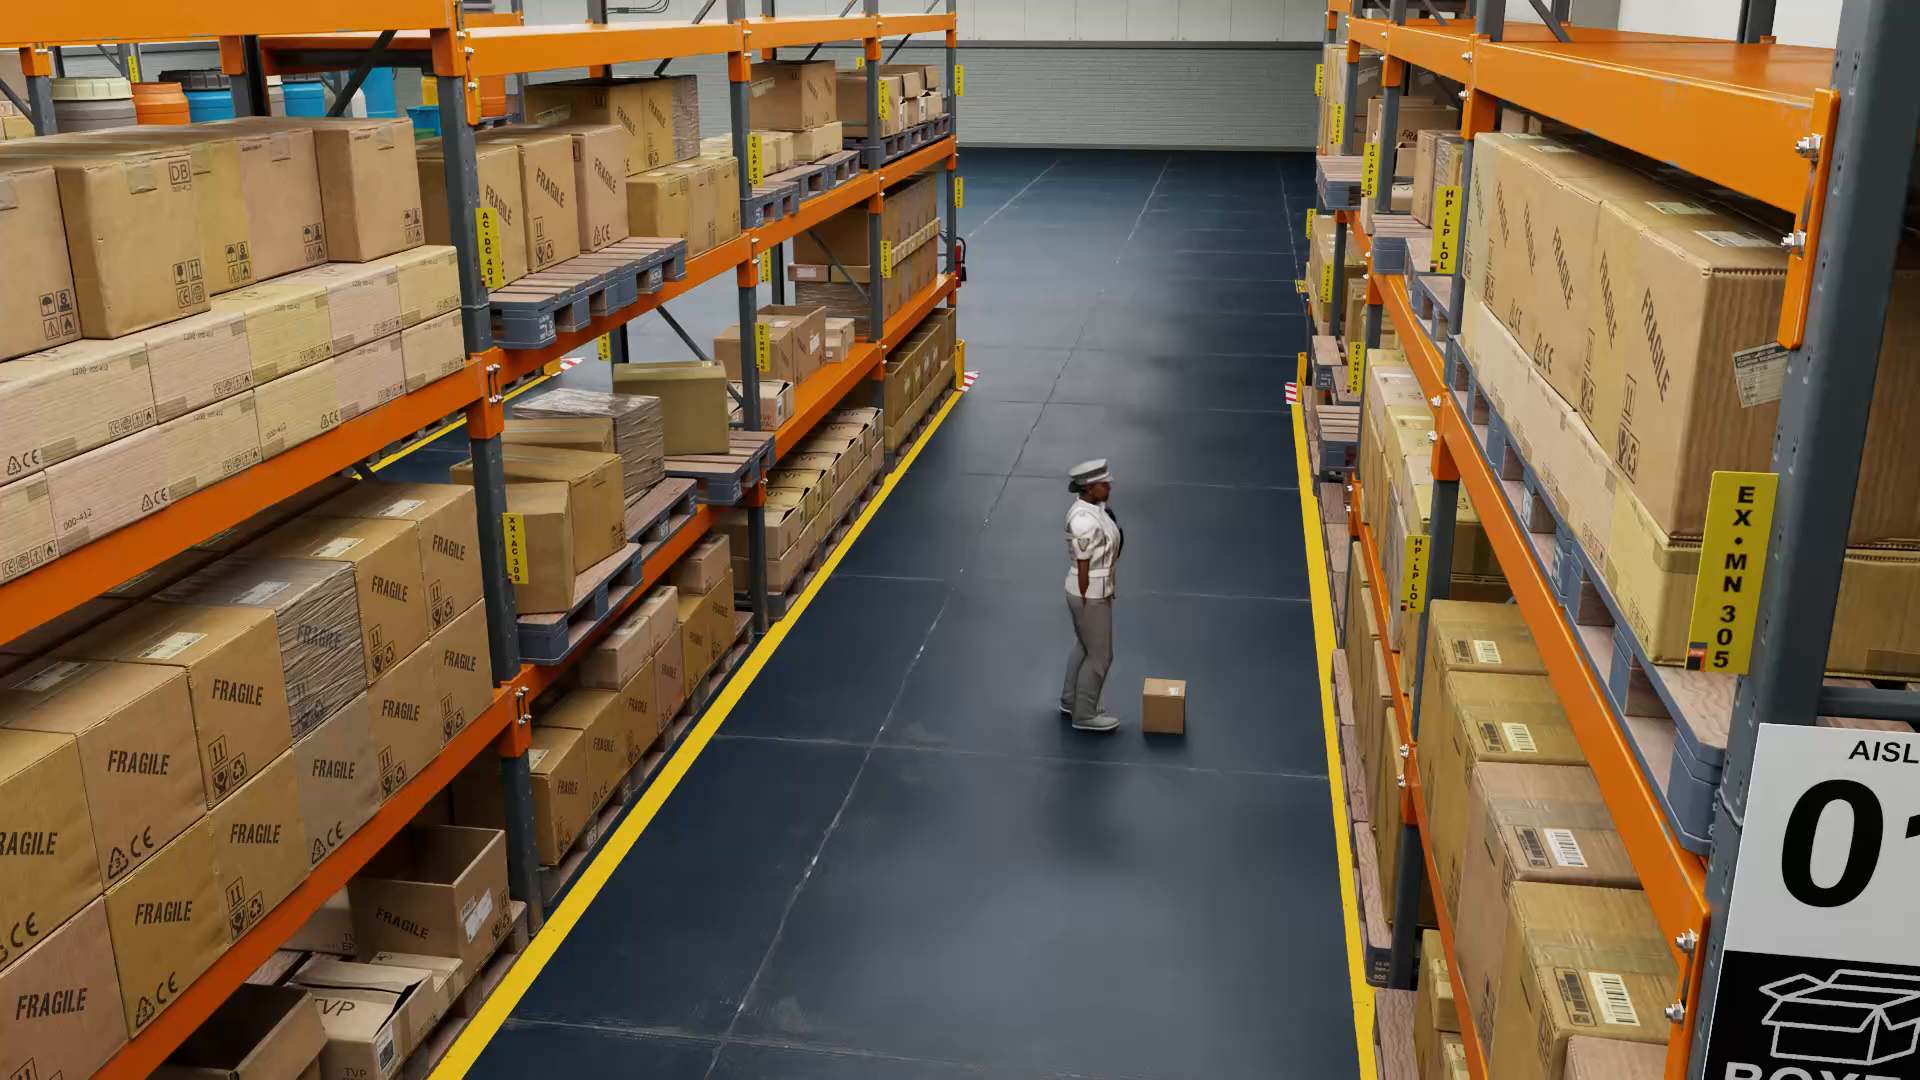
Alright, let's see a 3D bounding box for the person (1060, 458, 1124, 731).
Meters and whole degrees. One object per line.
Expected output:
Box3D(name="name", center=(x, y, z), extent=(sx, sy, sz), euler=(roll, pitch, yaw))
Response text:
Box3D(name="person", center=(0.806, 0.325, 10.054), extent=(0.393, 1.681, 0.438), euler=(3, 18, 10))
